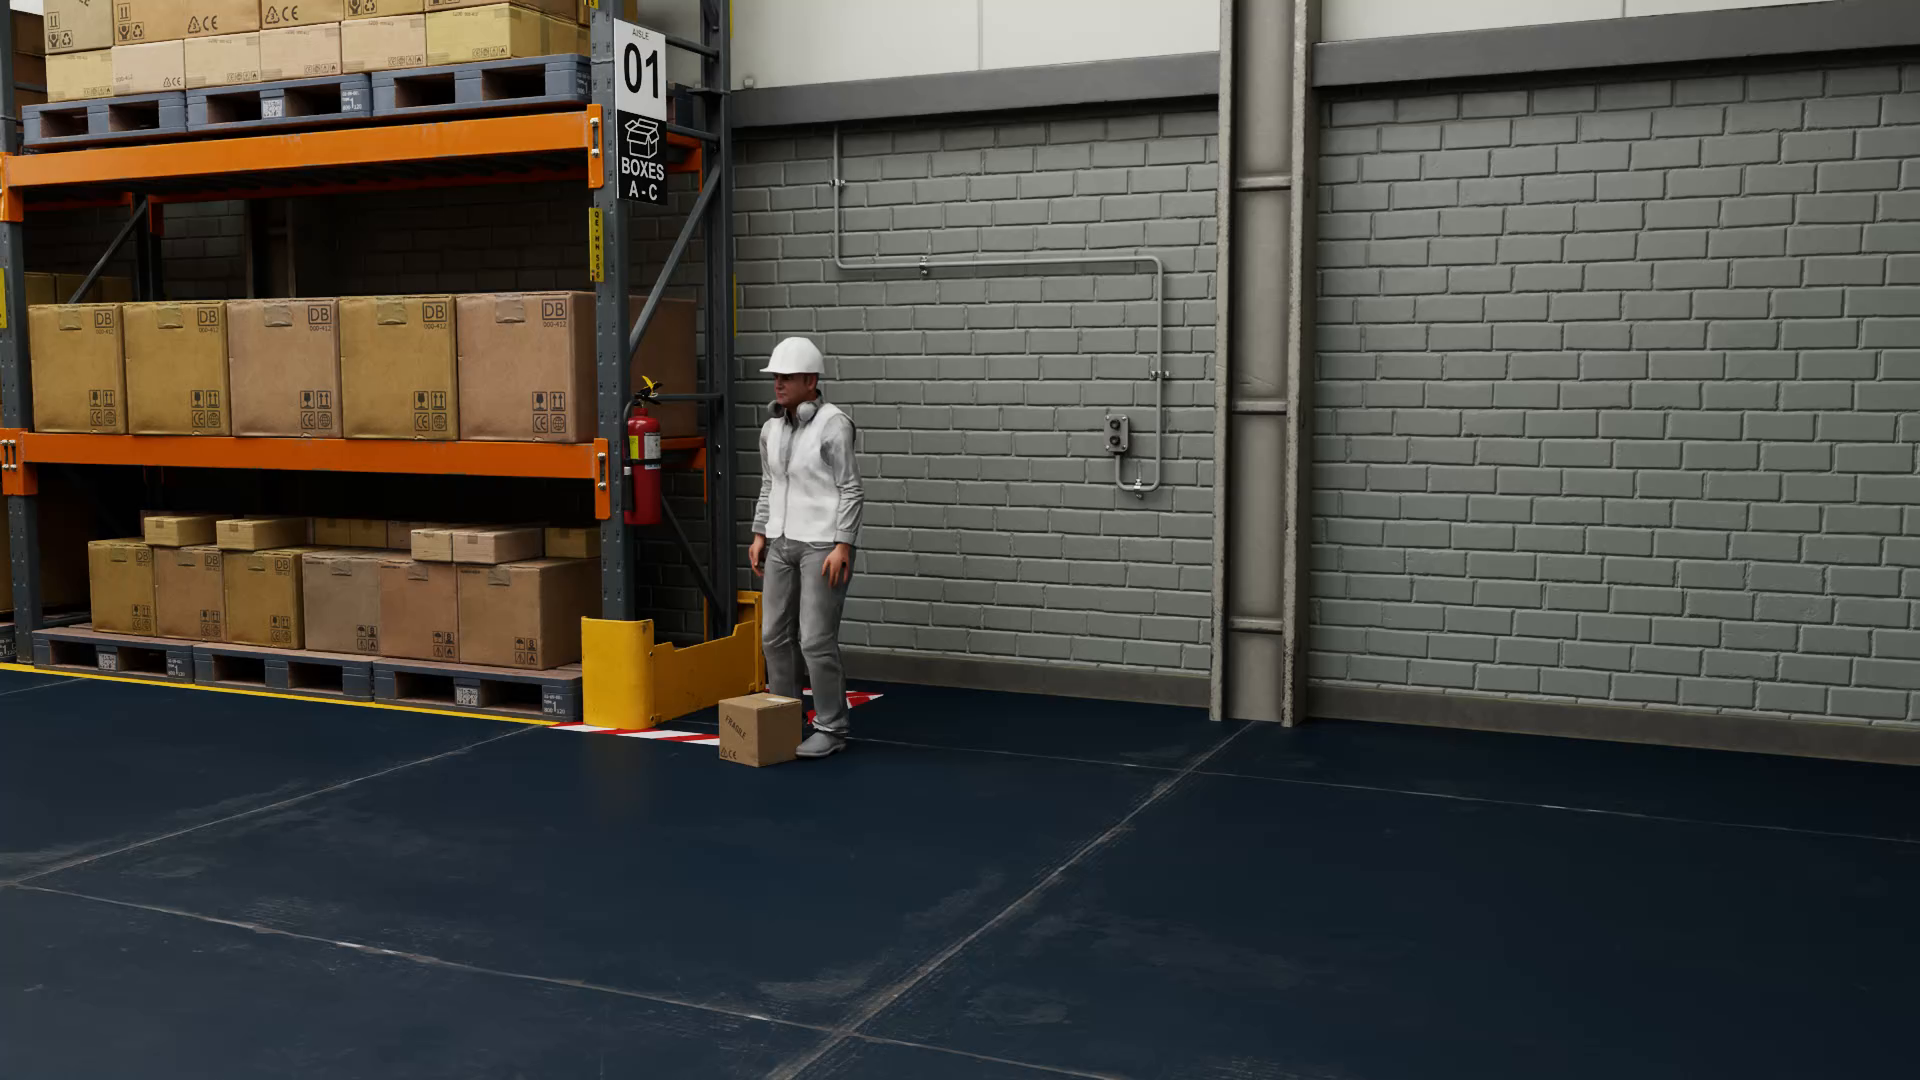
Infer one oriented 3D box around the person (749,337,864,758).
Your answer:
[{"bbox_3d":[-0.662,0.025,7.130,0.589,1.772,0.461,5,7,42],"label":"person"}]
